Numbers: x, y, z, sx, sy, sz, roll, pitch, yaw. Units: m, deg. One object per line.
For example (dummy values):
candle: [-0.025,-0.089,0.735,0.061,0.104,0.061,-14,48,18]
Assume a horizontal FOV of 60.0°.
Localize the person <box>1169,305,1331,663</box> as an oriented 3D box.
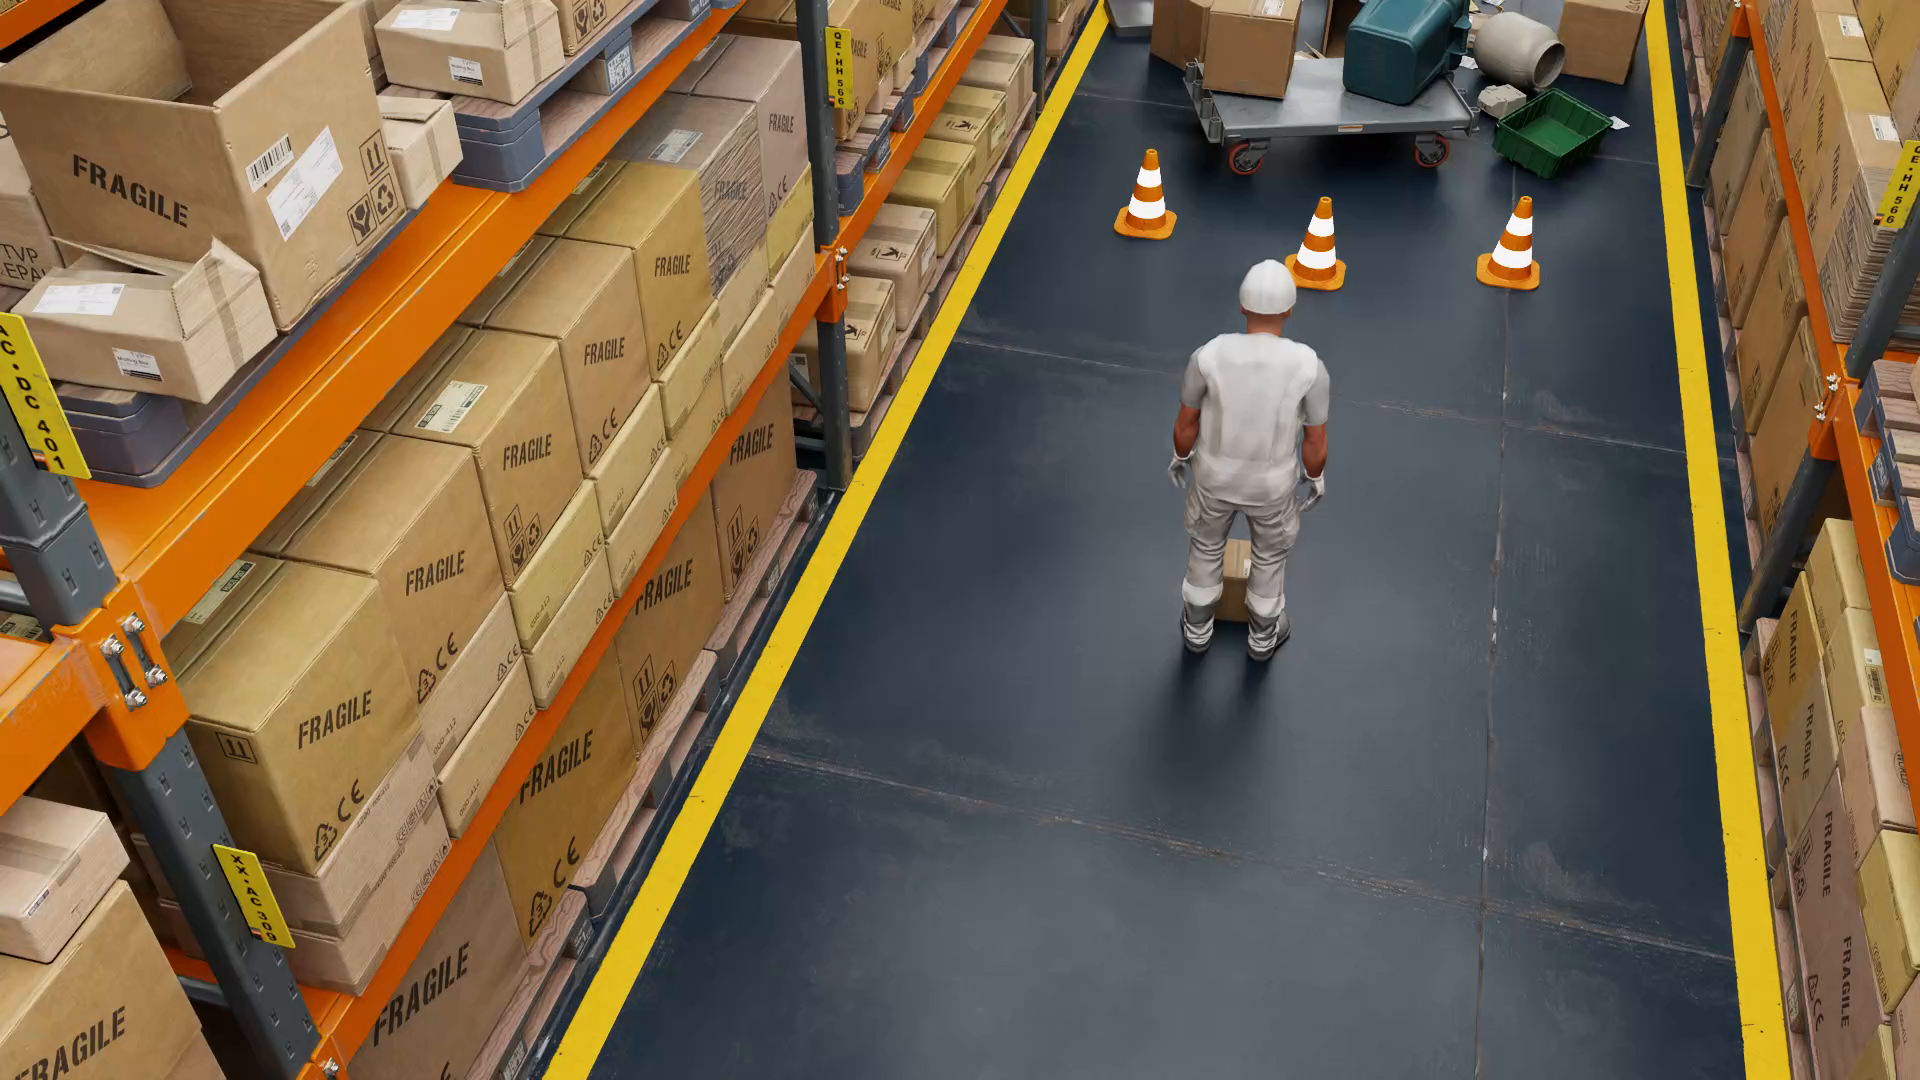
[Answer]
person: [15.276,-3.344,10.076,25.370,1.733,17.172,10,42,12]
